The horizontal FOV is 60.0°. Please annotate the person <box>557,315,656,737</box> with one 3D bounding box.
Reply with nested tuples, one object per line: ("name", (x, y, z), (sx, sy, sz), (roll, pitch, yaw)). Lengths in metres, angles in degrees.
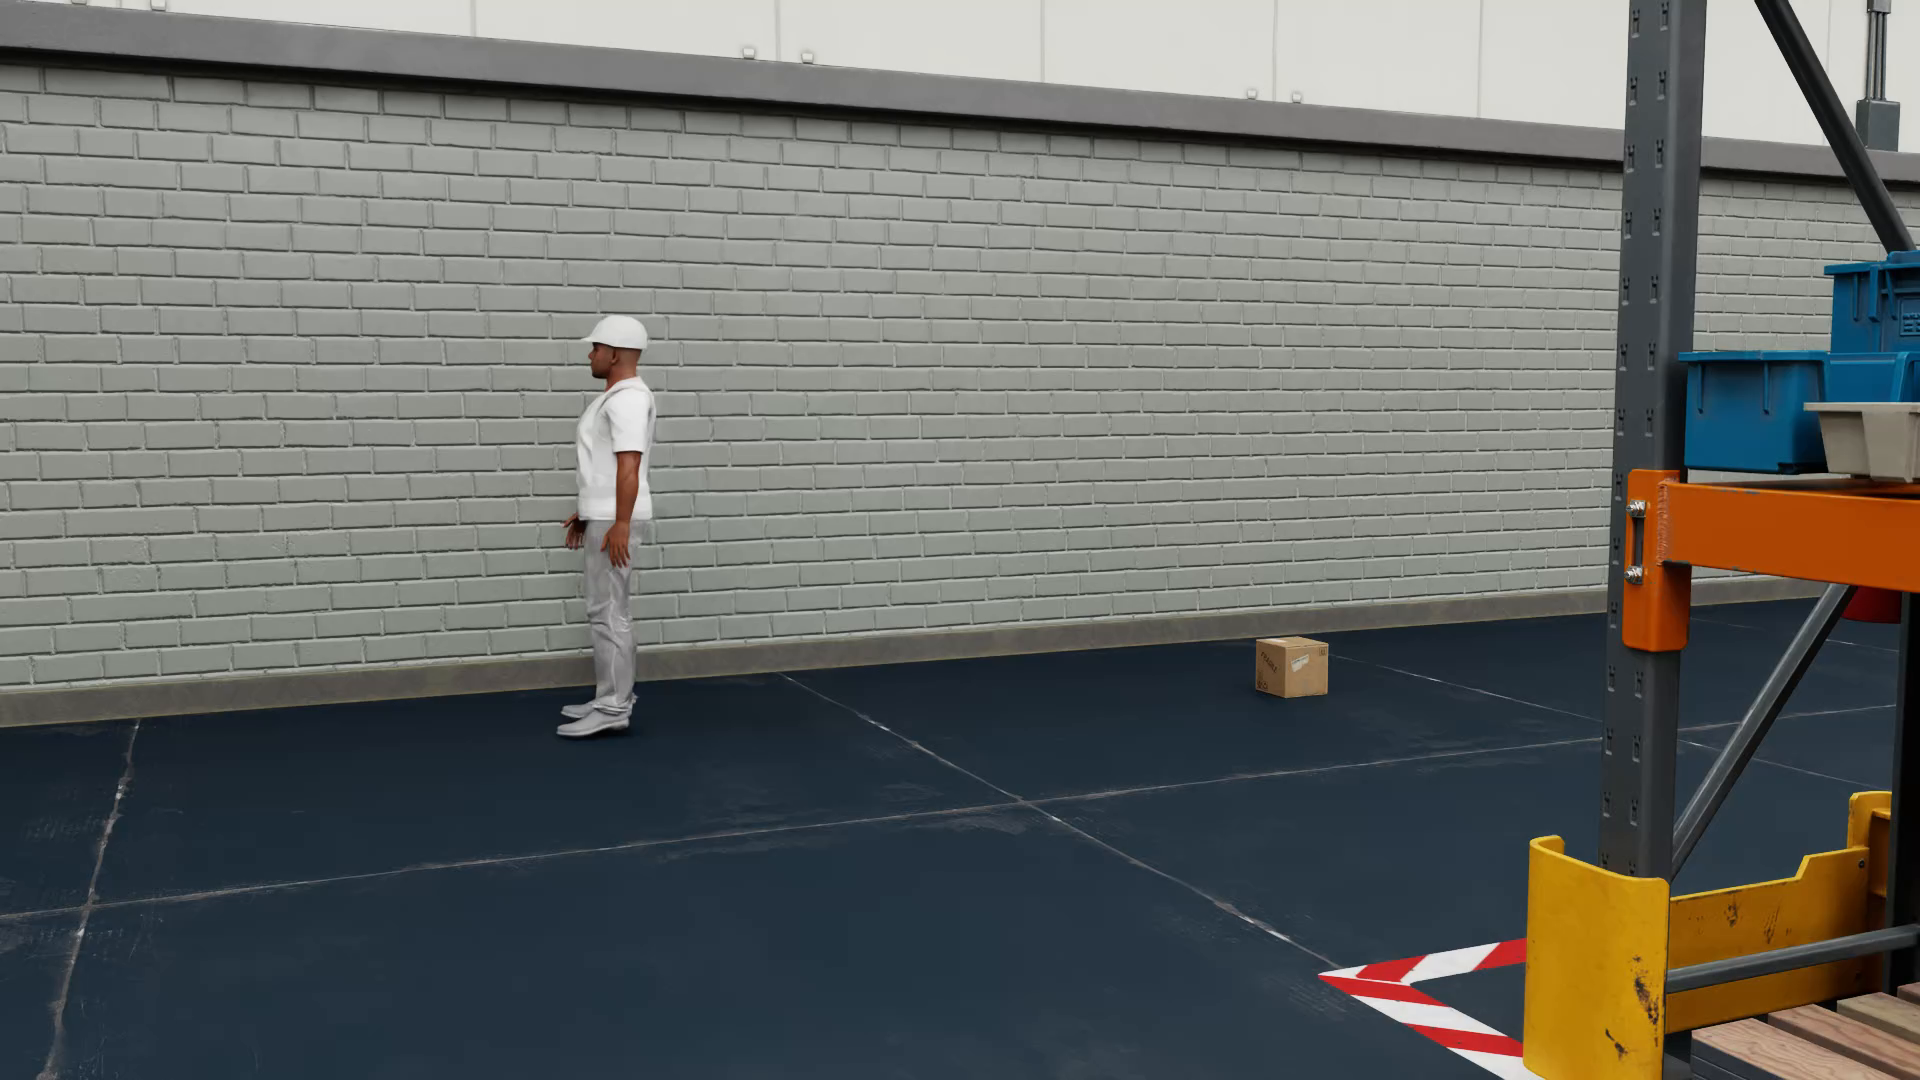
("person", (-1.542, -0.075, 7.215), (0.446, 1.786, 0.603), (-1, 6, -14))
